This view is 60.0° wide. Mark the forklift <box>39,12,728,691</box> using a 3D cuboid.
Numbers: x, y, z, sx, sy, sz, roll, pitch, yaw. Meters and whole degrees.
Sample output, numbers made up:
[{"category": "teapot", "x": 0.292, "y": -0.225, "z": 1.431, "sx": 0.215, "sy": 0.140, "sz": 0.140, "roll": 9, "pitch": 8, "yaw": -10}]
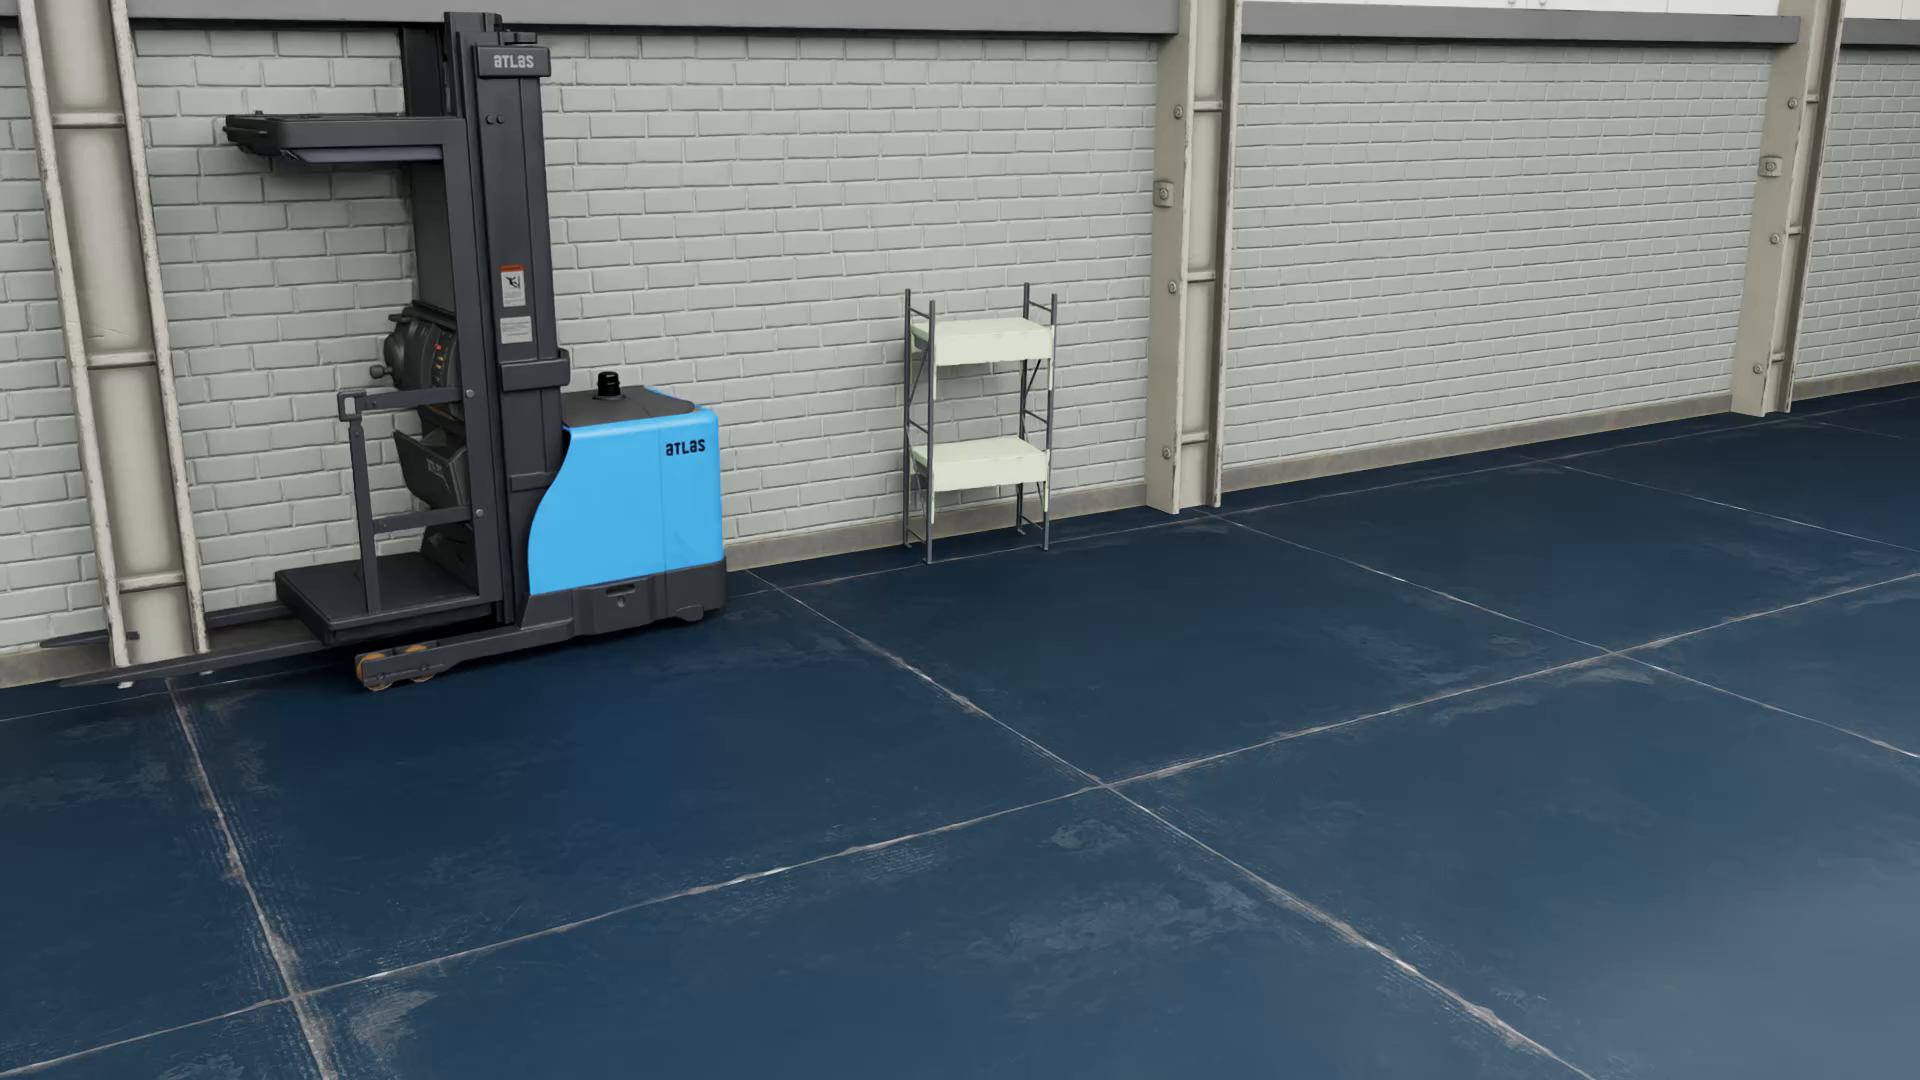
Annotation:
[{"category": "forklift", "x": -2.684, "y": -0.894, "z": 7.669, "sx": 3.031, "sy": 2.935, "sz": 1.130, "roll": -11, "pitch": 19, "yaw": -33}]

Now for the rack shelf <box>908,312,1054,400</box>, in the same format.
[{"category": "rack shelf", "x": 0.111, "y": -1.043, "z": 9.364, "sx": 0.720, "sy": 0.370, "sz": 0.431, "roll": -7, "pitch": 20, "yaw": -22}]

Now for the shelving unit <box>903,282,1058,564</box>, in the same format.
[{"category": "shelving unit", "x": 0.103, "y": -0.673, "z": 9.488, "sx": 0.755, "sy": 1.500, "sz": 0.431, "roll": -7, "pitch": 20, "yaw": -22}]

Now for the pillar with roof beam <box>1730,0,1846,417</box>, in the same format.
[{"category": "pillar with roof beam", "x": 8.791, "y": -4.396, "z": 8.921, "sx": 0.400, "sy": 9.000, "sz": 9.100, "roll": -9, "pitch": 18, "yaw": -30}]

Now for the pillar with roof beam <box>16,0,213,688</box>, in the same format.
[{"category": "pillar with roof beam", "x": -1.496, "y": -2.728, "z": 2.970, "sx": 0.400, "sy": 9.000, "sz": 9.100, "roll": -9, "pitch": 18, "yaw": -30}]

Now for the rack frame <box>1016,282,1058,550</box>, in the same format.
[{"category": "rack frame", "x": 0.440, "y": -0.711, "z": 9.625, "sx": 0.023, "sy": 1.500, "sz": 0.400, "roll": -7, "pitch": 20, "yaw": -22}]

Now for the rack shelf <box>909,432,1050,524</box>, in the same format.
[{"category": "rack shelf", "x": 0.096, "y": -0.364, "z": 9.591, "sx": 0.720, "sy": 0.370, "sz": 0.431, "roll": -7, "pitch": 20, "yaw": -22}]

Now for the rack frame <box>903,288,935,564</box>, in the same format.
[{"category": "rack frame", "x": -0.234, "y": -0.634, "z": 9.351, "sx": 0.023, "sy": 1.500, "sz": 0.400, "roll": -7, "pitch": 20, "yaw": -22}]

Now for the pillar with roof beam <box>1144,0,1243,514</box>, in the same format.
[{"category": "pillar with roof beam", "x": 3.647, "y": -3.562, "z": 5.946, "sx": 0.400, "sy": 9.000, "sz": 9.100, "roll": -9, "pitch": 18, "yaw": -30}]
